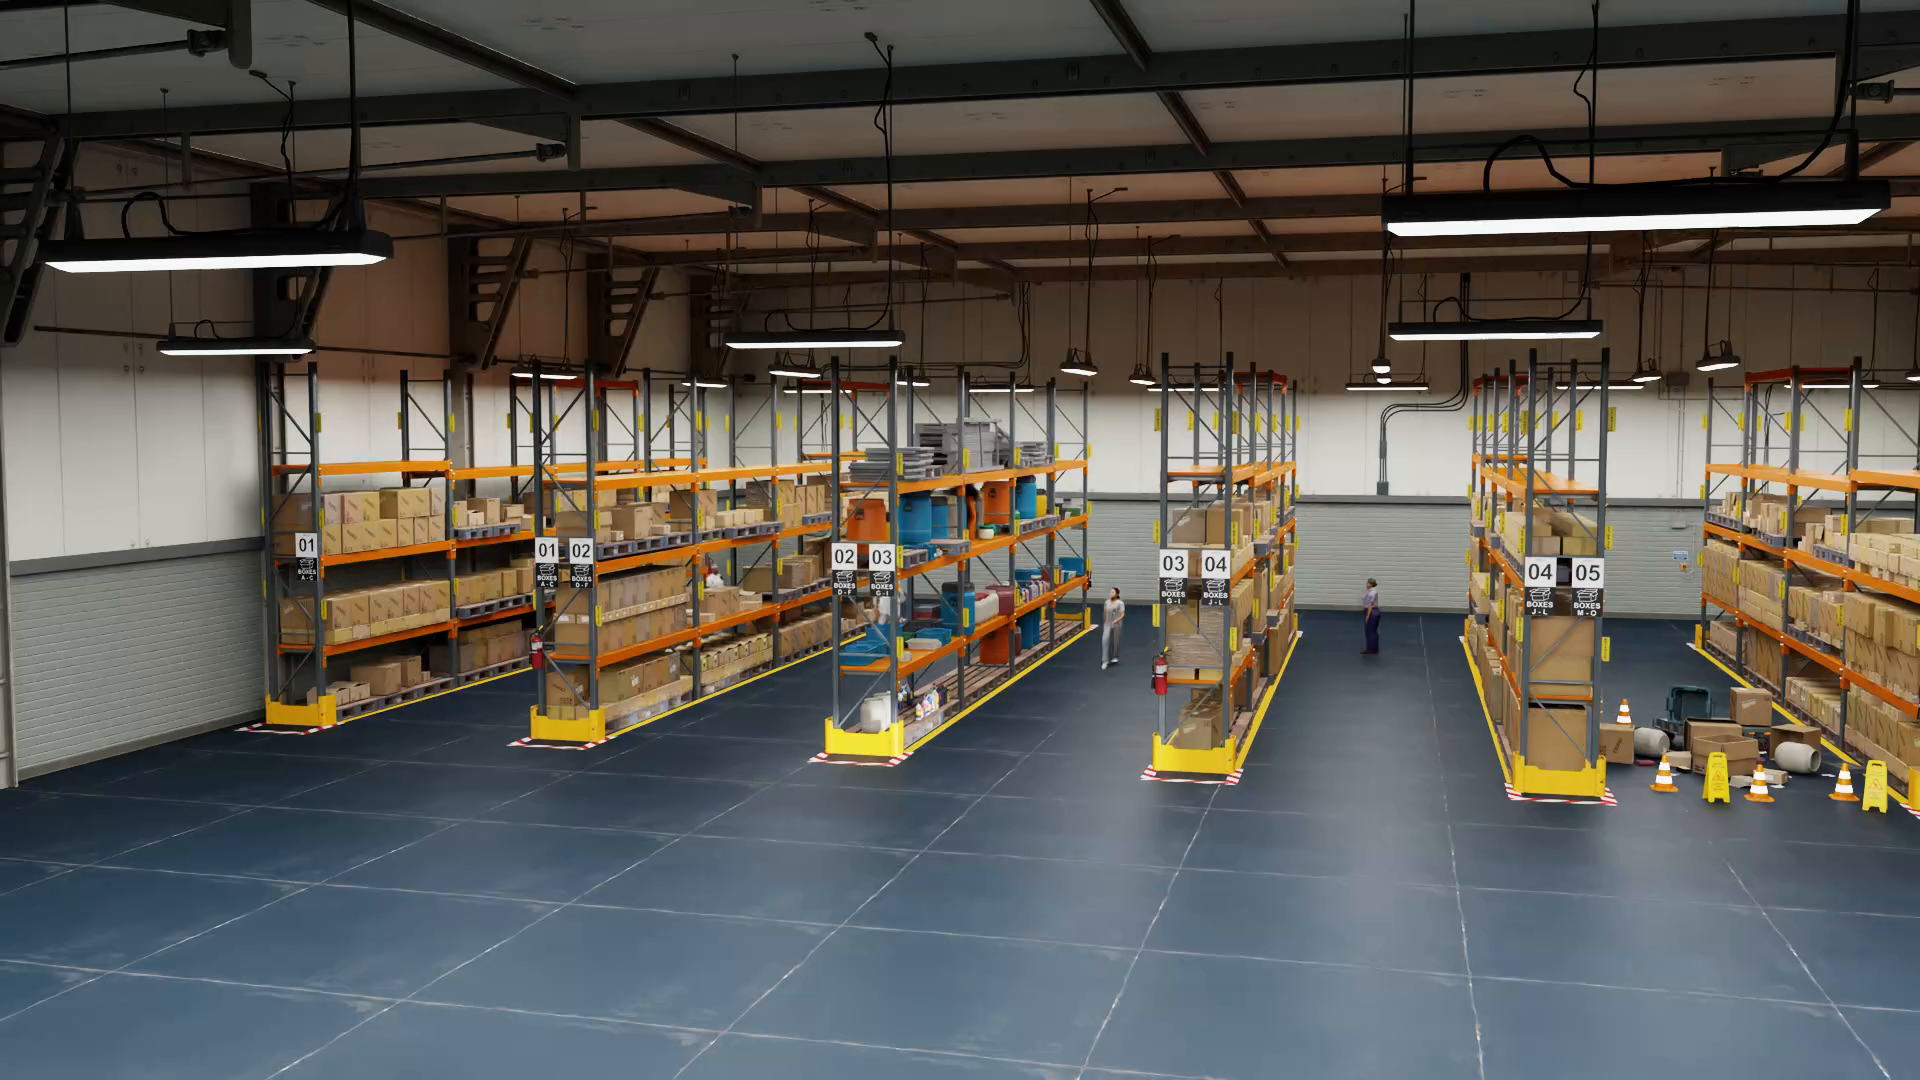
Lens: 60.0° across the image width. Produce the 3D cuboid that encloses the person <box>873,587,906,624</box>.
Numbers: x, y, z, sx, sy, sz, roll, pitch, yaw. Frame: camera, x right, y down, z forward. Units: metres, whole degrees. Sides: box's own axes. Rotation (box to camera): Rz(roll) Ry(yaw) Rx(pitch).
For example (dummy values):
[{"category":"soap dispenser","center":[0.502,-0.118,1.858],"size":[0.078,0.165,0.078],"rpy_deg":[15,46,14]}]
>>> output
[{"category":"person","center":[-1.501,1.512,34.415],"size":[0.718,1.736,0.996],"rpy_deg":[1,4,13]}]

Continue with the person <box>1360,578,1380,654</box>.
[{"category":"person","center":[8.873,1.649,35.948],"size":[0.376,1.663,0.549],"rpy_deg":[2,4,25]}]

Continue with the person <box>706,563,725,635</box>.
[{"category":"person","center":[-5.783,1.382,39.450],"size":[0.415,1.695,0.453],"rpy_deg":[2,4,26]}]

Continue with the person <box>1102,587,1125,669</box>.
[{"category":"person","center":[3.156,1.789,34.250],"size":[0.490,1.652,0.973],"rpy_deg":[1,4,16]}]
